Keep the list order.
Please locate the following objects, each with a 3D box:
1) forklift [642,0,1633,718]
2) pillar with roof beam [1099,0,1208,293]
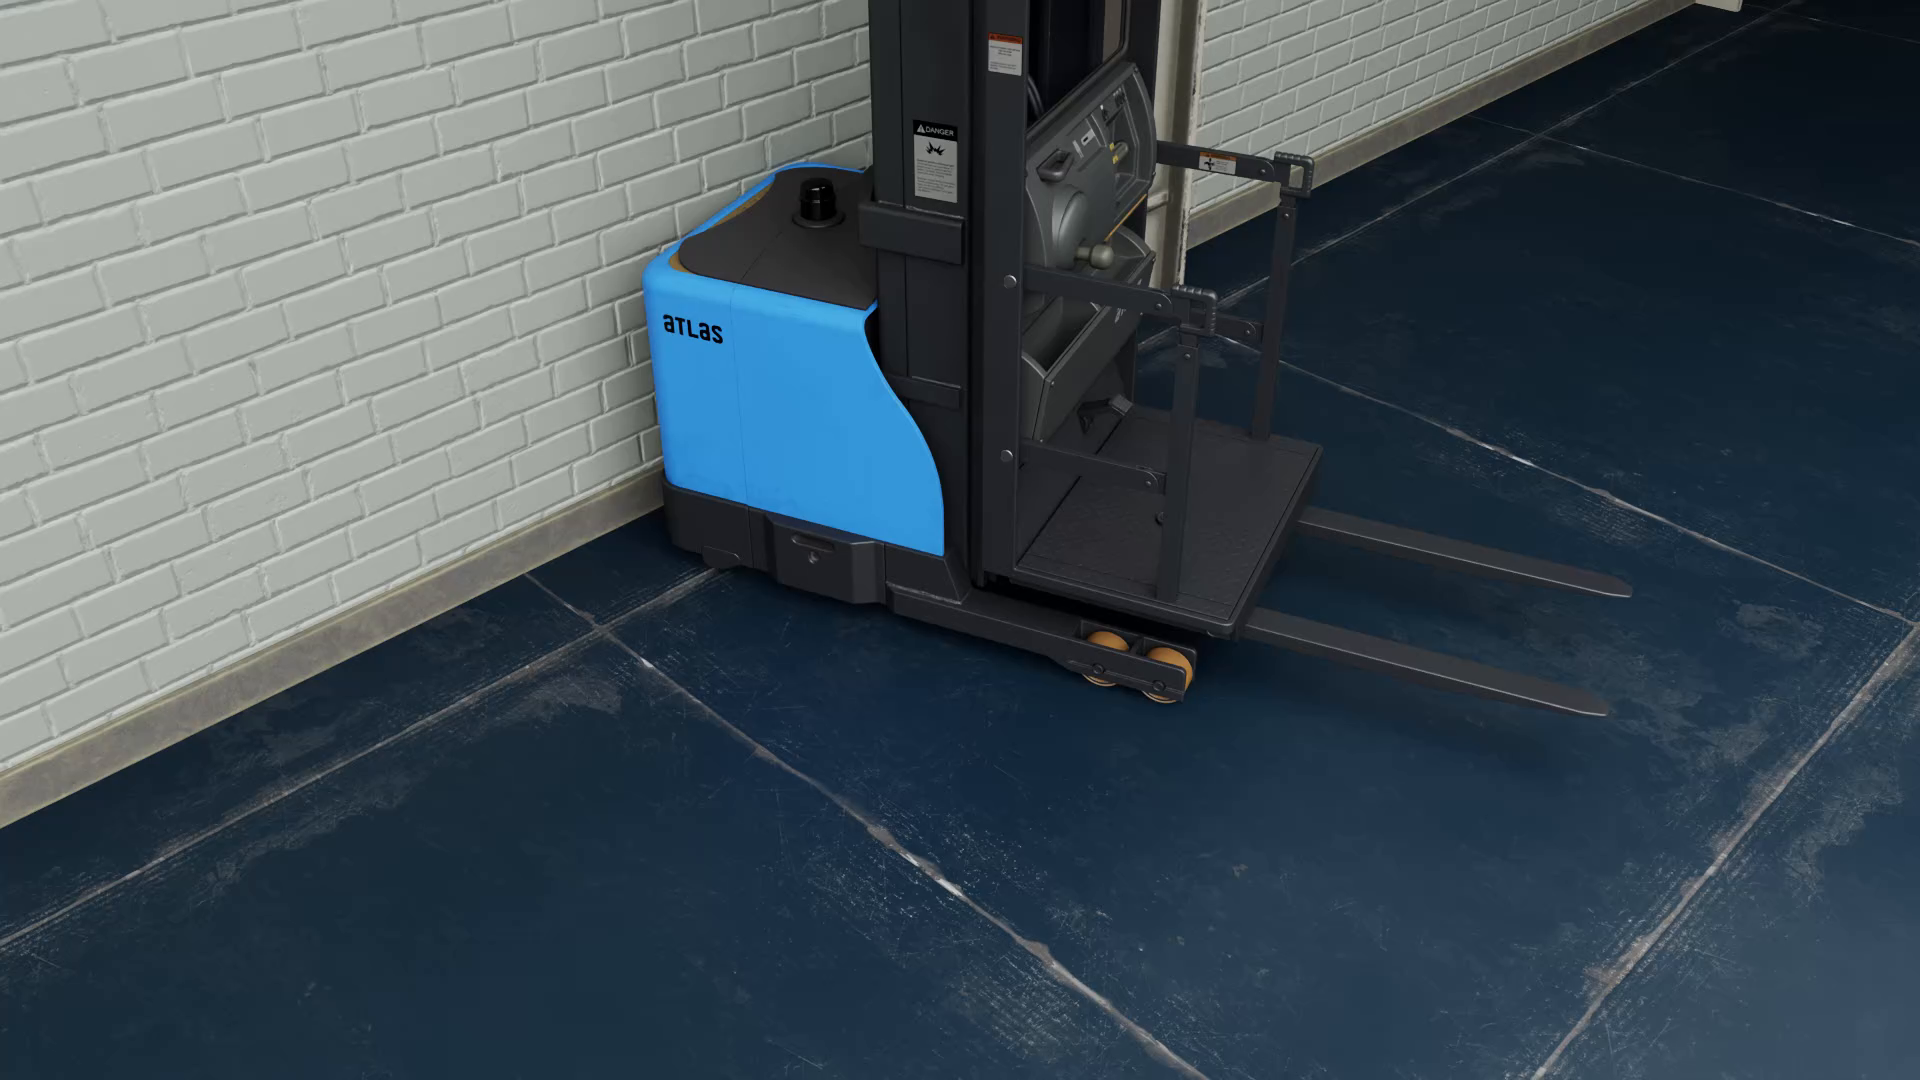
[{"bbox_3d":[0.568,-1.056,4.701,3.031,2.935,1.130,14,37,20],"label":"forklift"},{"bbox_3d":[3.789,-3.016,2.208,9.100,9.000,0.400,30,45,35],"label":"pillar with roof beam"}]
